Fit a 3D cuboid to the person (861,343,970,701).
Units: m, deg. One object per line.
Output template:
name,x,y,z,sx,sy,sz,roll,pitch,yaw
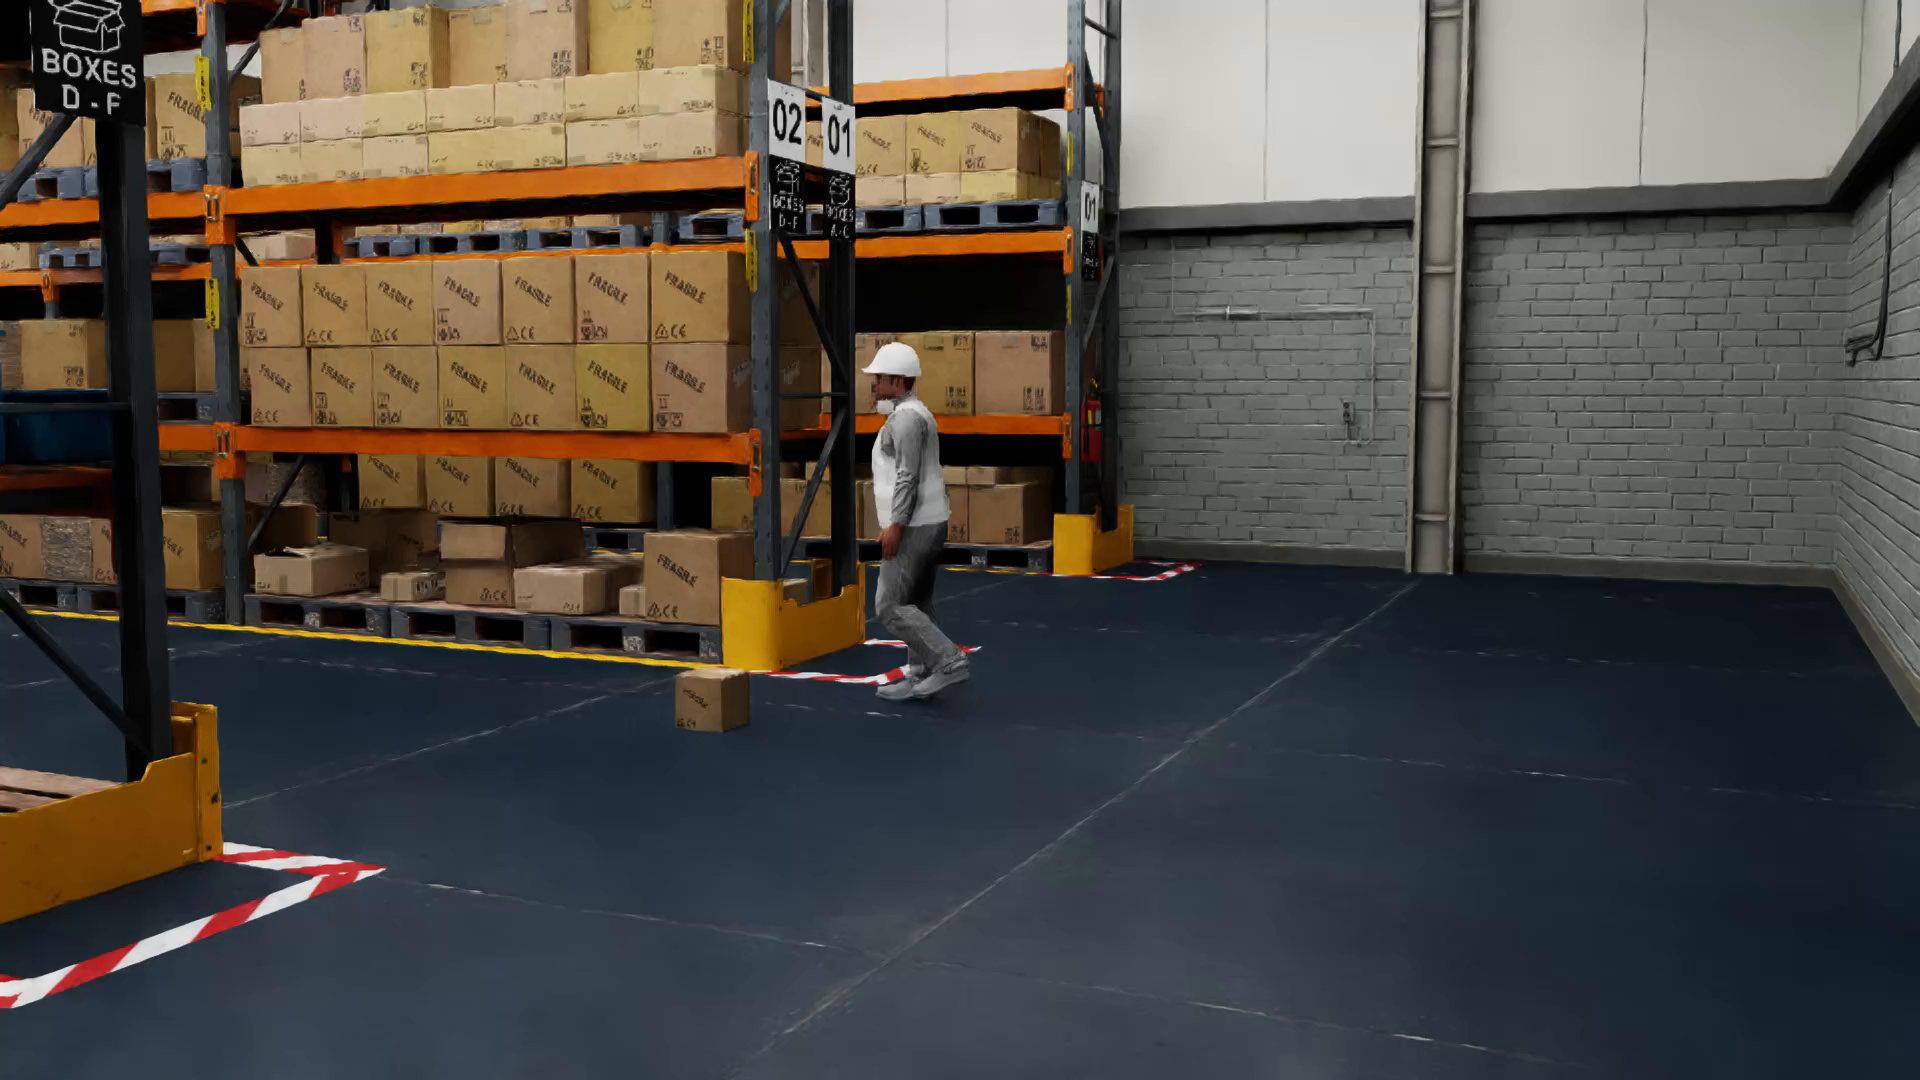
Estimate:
person,-0.210,-0.074,8.156,0.540,1.768,0.553,0,6,4
